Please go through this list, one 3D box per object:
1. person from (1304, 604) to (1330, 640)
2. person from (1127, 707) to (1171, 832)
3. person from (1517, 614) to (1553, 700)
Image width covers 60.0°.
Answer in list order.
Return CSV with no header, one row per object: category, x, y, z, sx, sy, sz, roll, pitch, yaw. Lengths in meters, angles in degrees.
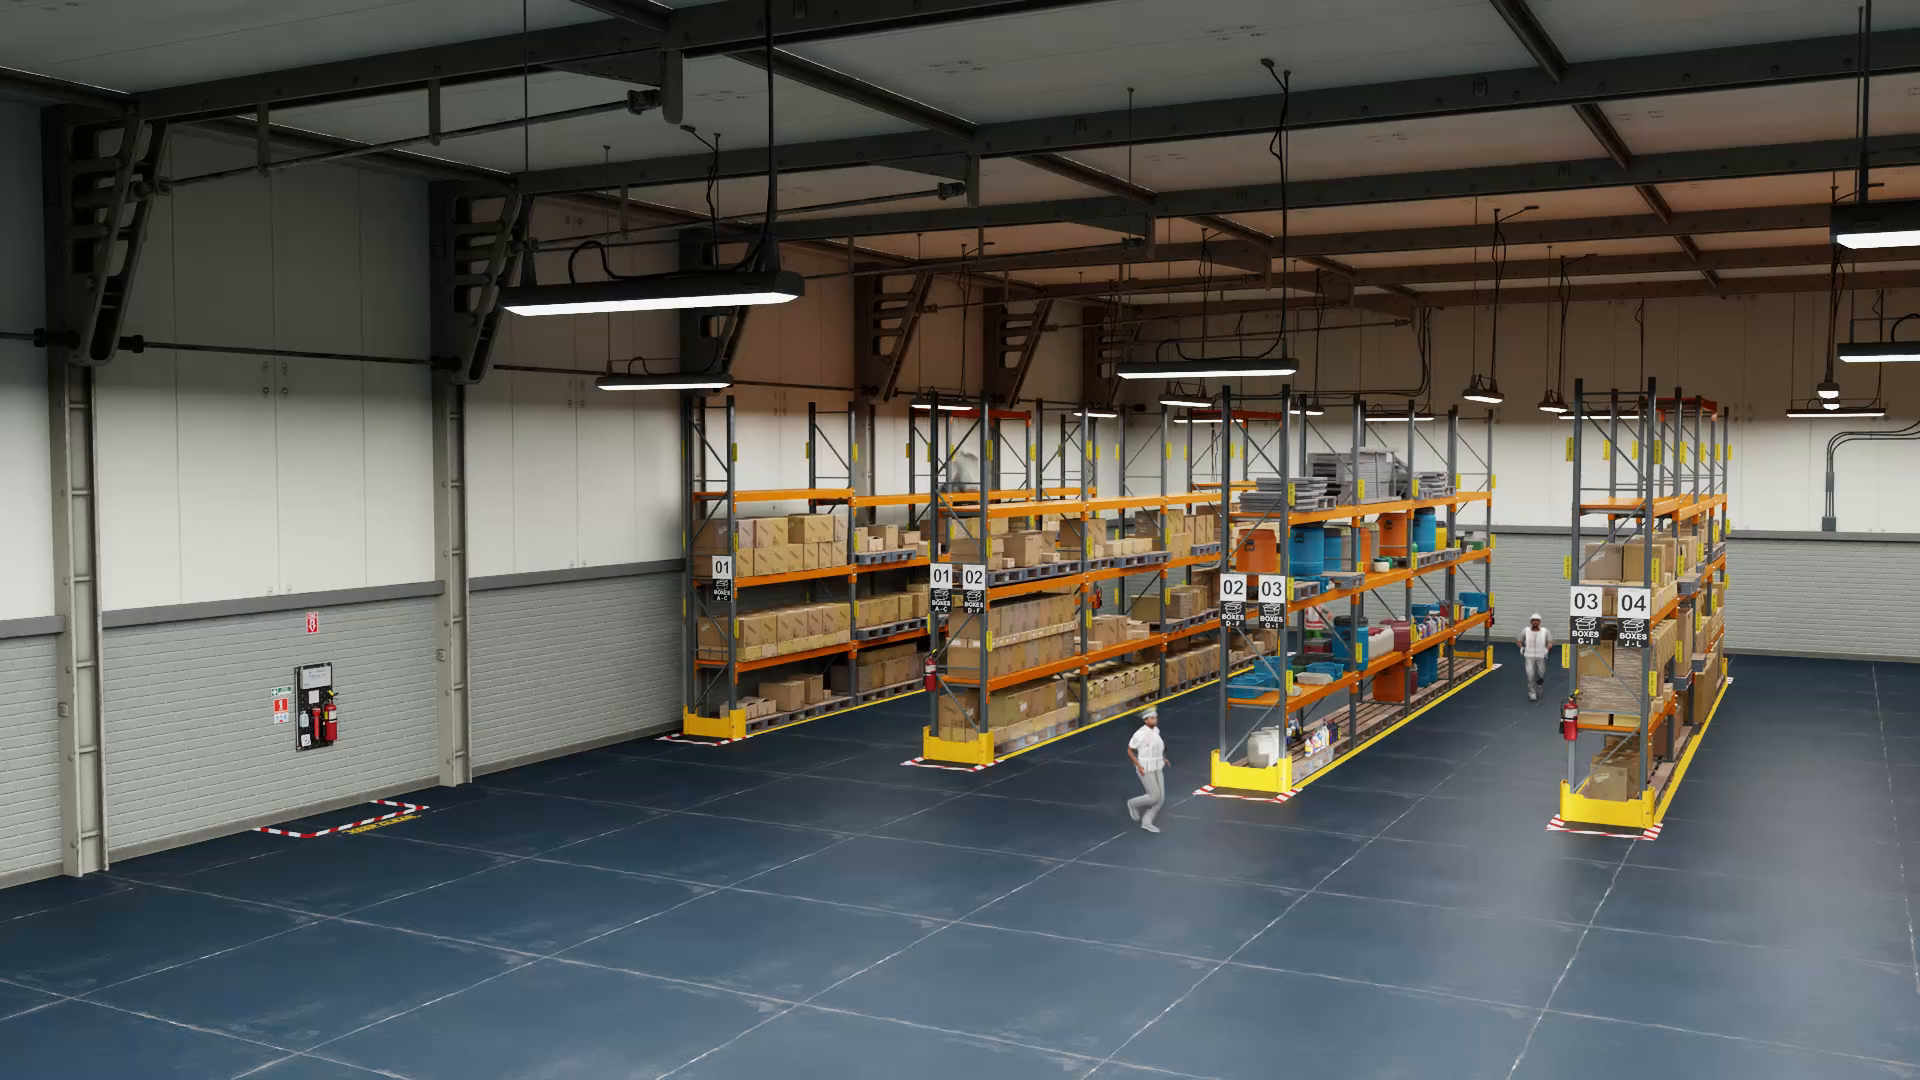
person,8.113,2.090,38.111,0.656,1.833,0.798,1,3,25
person,2.512,3.026,21.985,0.575,1.661,0.560,-3,4,-43
person,11.636,2.363,33.672,0.682,1.733,0.625,1,3,19
